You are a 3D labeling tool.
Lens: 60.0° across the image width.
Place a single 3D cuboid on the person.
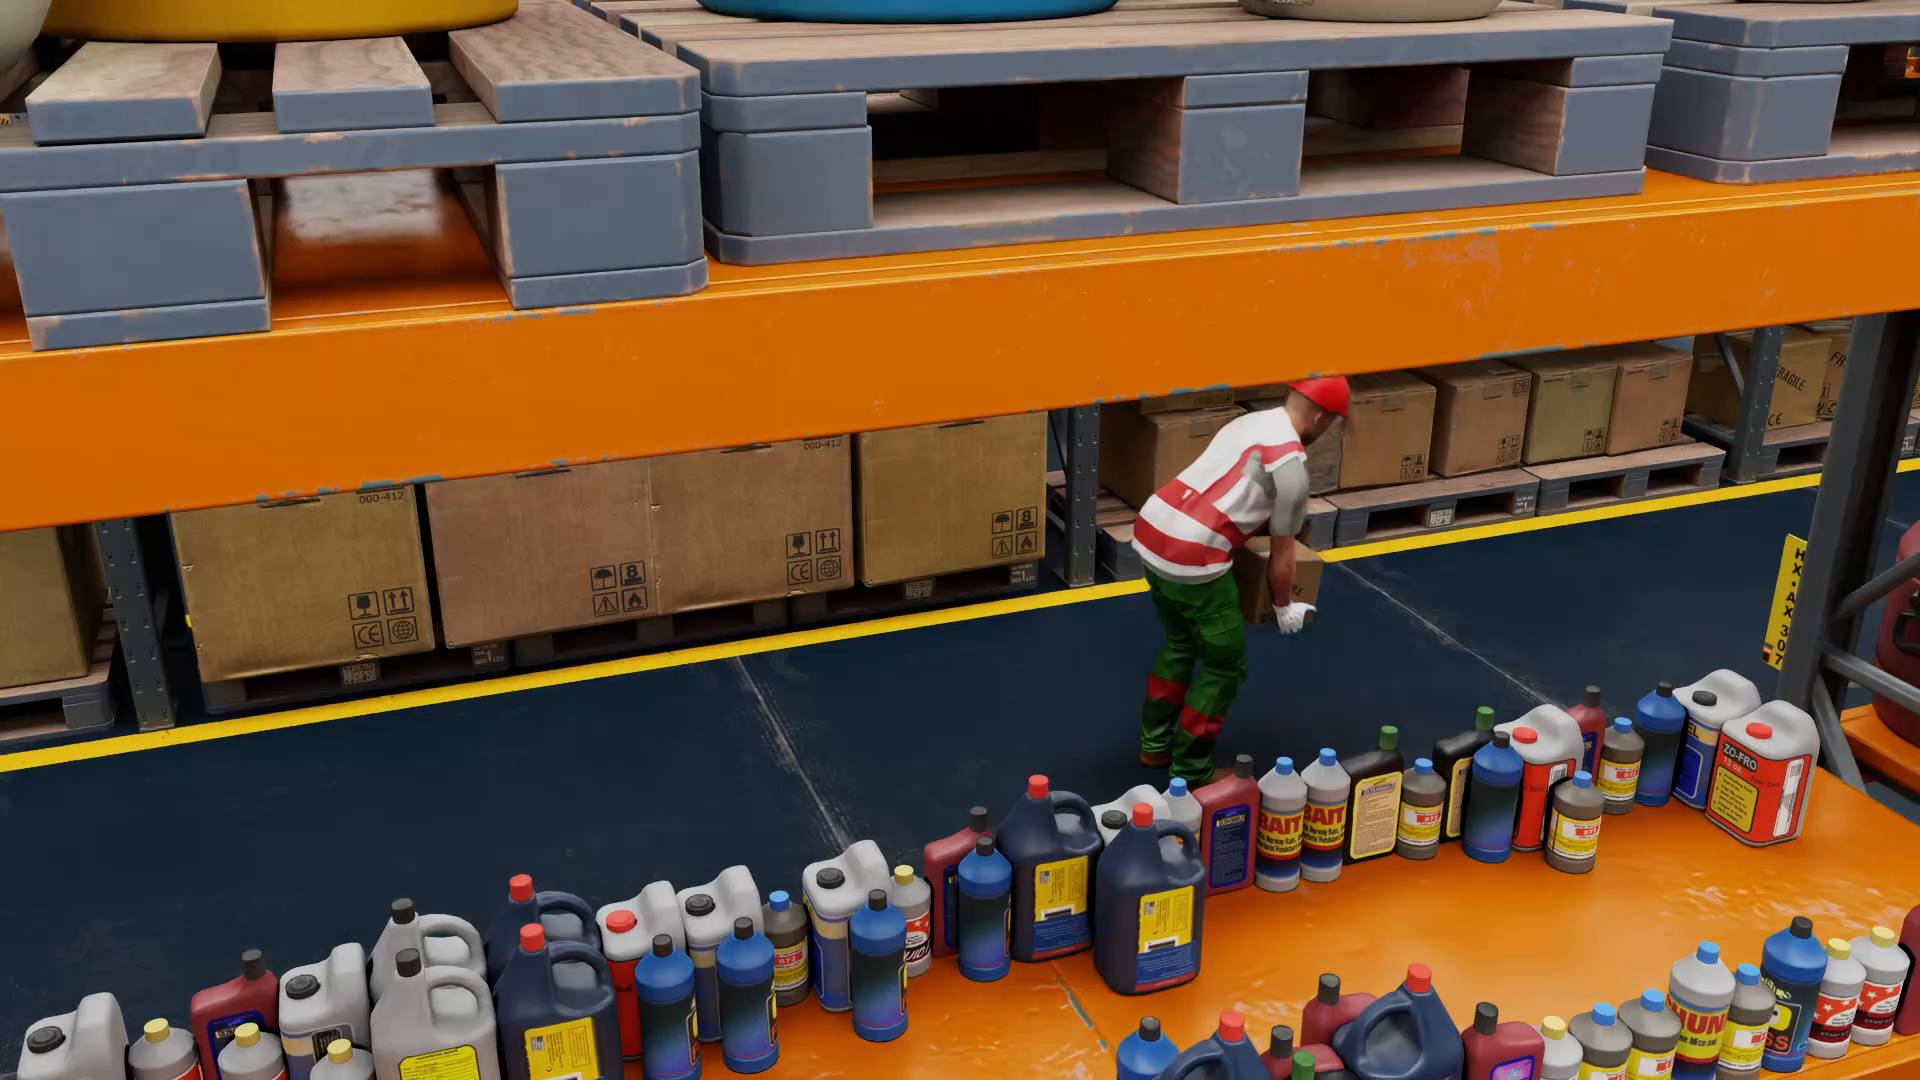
[{"bbox_3d":[1.024,0.139,6.044,0.819,1.541,0.485,-9,24,-20],"label":"person"}]
